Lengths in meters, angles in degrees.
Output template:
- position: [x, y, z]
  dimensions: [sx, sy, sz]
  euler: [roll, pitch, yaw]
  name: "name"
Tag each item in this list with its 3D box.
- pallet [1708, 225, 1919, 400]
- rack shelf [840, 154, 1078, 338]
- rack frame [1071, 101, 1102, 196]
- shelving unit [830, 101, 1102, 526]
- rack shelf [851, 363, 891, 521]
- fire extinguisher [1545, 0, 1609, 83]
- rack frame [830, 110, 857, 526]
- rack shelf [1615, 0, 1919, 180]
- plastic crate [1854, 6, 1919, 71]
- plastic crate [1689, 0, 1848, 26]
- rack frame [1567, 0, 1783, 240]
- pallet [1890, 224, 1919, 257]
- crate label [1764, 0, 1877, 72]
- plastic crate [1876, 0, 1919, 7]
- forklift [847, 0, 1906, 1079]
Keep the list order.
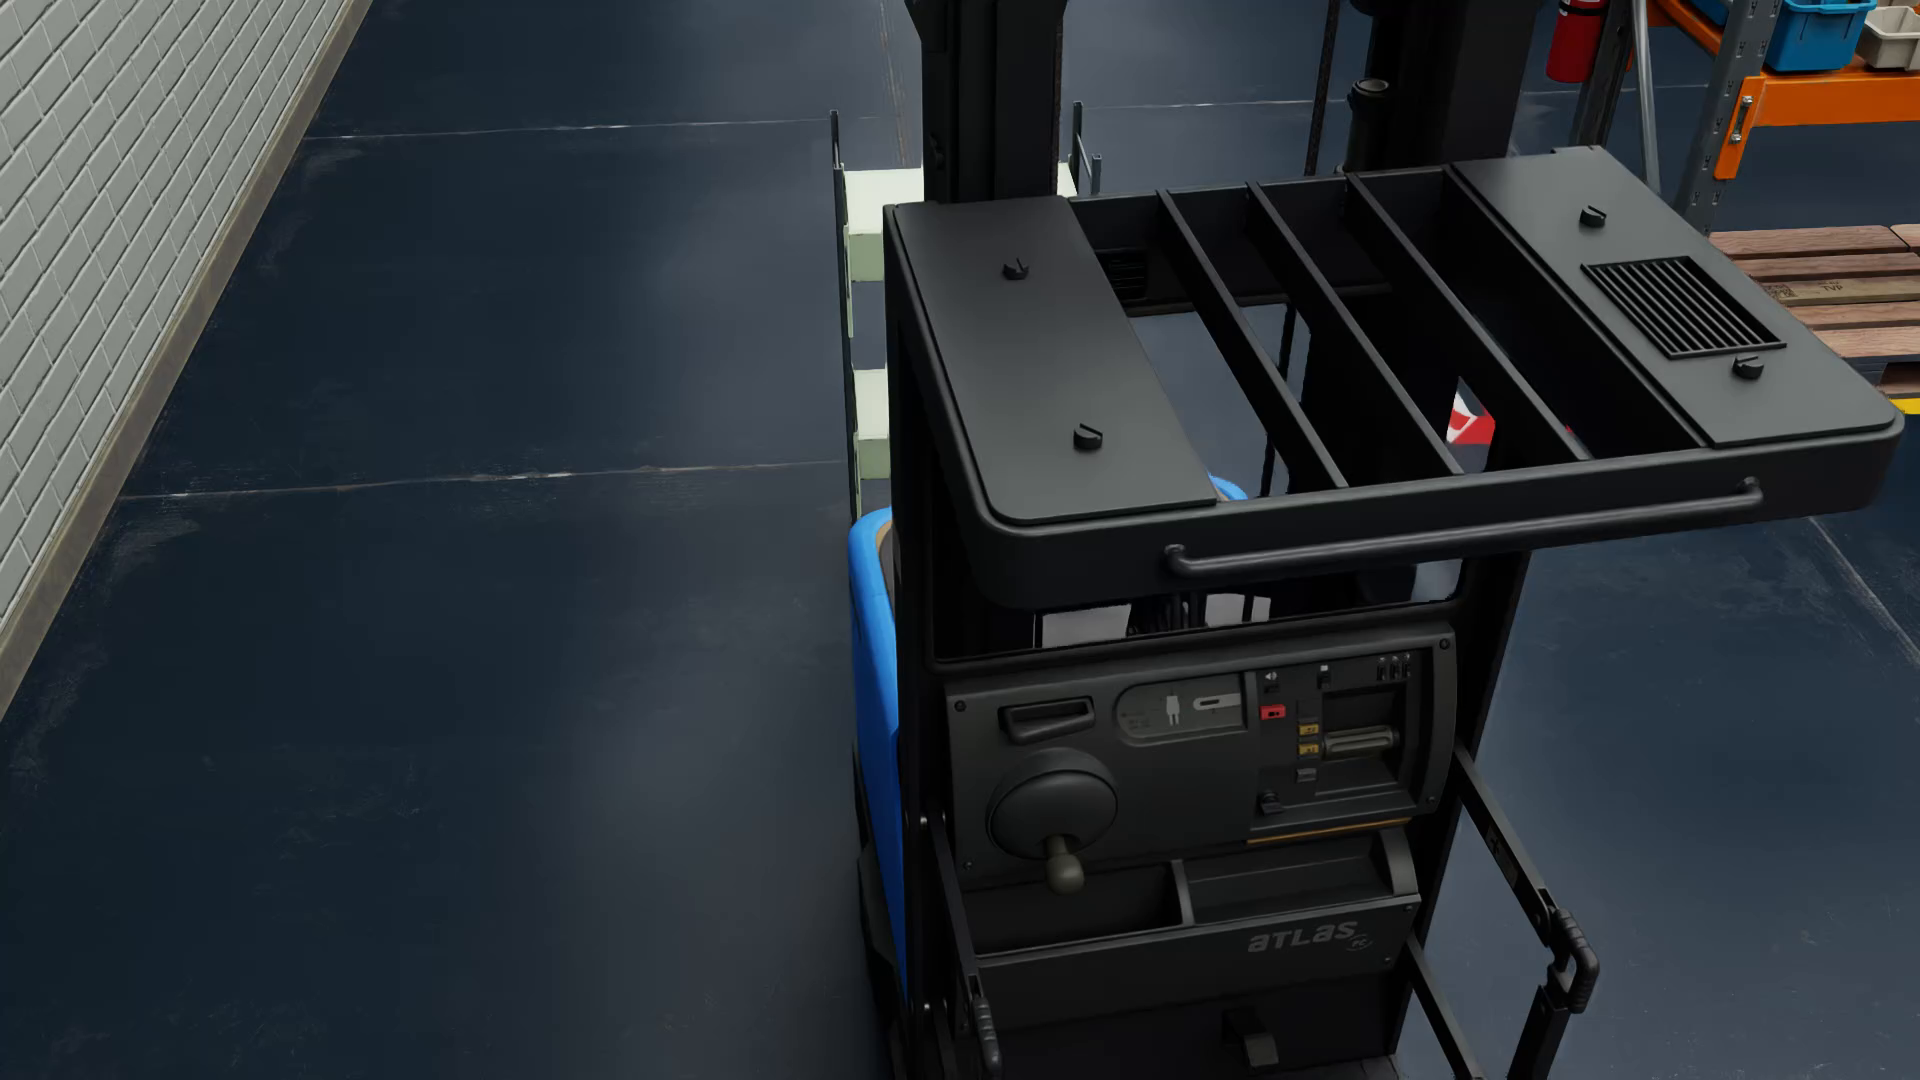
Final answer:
- position: [3.409, -0.927, 6.755]
  dimensions: [1.213, 0.211, 1.003]
  euler: [-3, 38, -4]
  name: "pallet"
- position: [0.007, -0.896, 5.044]
  dimensions: [0.720, 0.370, 0.431]
  euler: [-3, 38, -4]
  name: "rack shelf"
- position: [0.371, -0.609, 5.311]
  dimensions: [0.023, 1.500, 0.400]
  euler: [-3, 38, -4]
  name: "rack frame"
- position: [0.007, -0.589, 5.286]
  dimensions: [0.755, 1.500, 0.431]
  euler: [-3, 38, -4]
  name: "shelving unit"
- position: [0.007, -0.333, 5.488]
  dimensions: [0.720, 0.370, 0.431]
  euler: [-3, 38, -4]
  name: "rack shelf"
- position: [2.393, -2.096, 6.348]
  dimensions: [0.183, 0.674, 0.296]
  euler: [-3, 38, -4]
  name: "fire extinguisher"
- position: [-0.358, -0.569, 5.260]
  dimensions: [0.023, 1.500, 0.400]
  euler: [-3, 38, -4]
  name: "rack frame"
- position: [4.576, -1.828, 6.226]
  dimensions: [4.000, 0.370, 1.077]
  euler: [-3, 38, -4]
  name: "rack shelf"
- position: [3.186, -1.697, 5.644]
  dimensions: [0.298, 0.136, 0.250]
  euler: [-3, 38, -4]
  name: "plastic crate"
- position: [2.901, -2.171, 6.004]
  dimensions: [0.499, 0.435, 0.616]
  euler: [-3, 38, -4]
  name: "plastic crate"
- position: [2.584, -2.000, 5.864]
  dimensions: [0.127, 3.000, 1.000]
  euler: [-3, 38, -4]
  name: "rack frame"
- position: [4.621, -0.992, 6.837]
  dimensions: [1.213, 0.211, 1.003]
  euler: [-3, 38, -4]
  name: "pallet"
- position: [2.859, -1.769, 5.657]
  dimensions: [0.303, 0.233, 0.416]
  euler: [-3, 38, -4]
  name: "crate label"
- position: [3.380, -2.077, 6.125]
  dimensions: [0.243, 0.136, 0.396]
  euler: [-3, 38, -4]
  name: "plastic crate"
- position: [0.479, 0.462, 2.798]
  dimensions: [1.130, 2.935, 3.031]
  euler: [-7, 39, -8]
  name: "forklift"
